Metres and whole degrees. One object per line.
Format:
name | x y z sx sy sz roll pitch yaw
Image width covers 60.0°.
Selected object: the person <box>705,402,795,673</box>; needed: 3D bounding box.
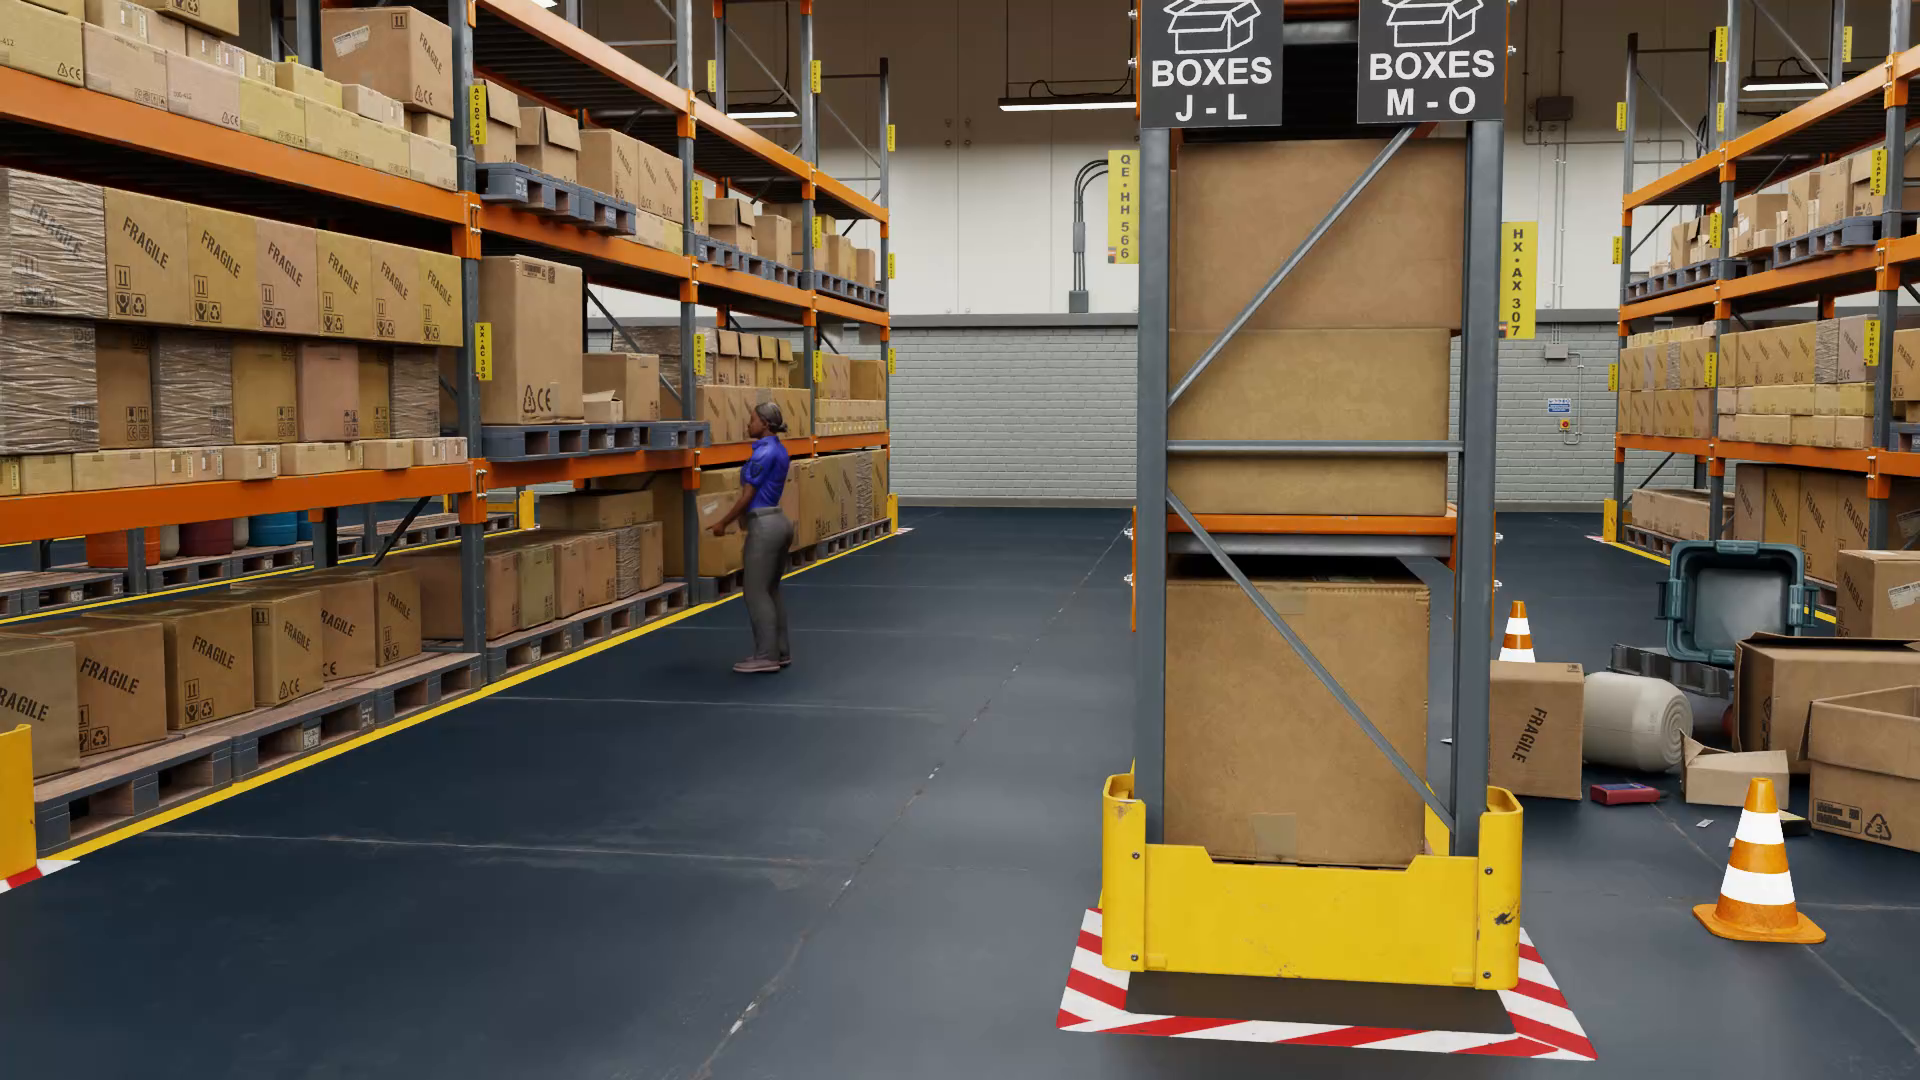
person | -1.290 -0.021 10.254 0.504 1.656 0.435 1 5 8
